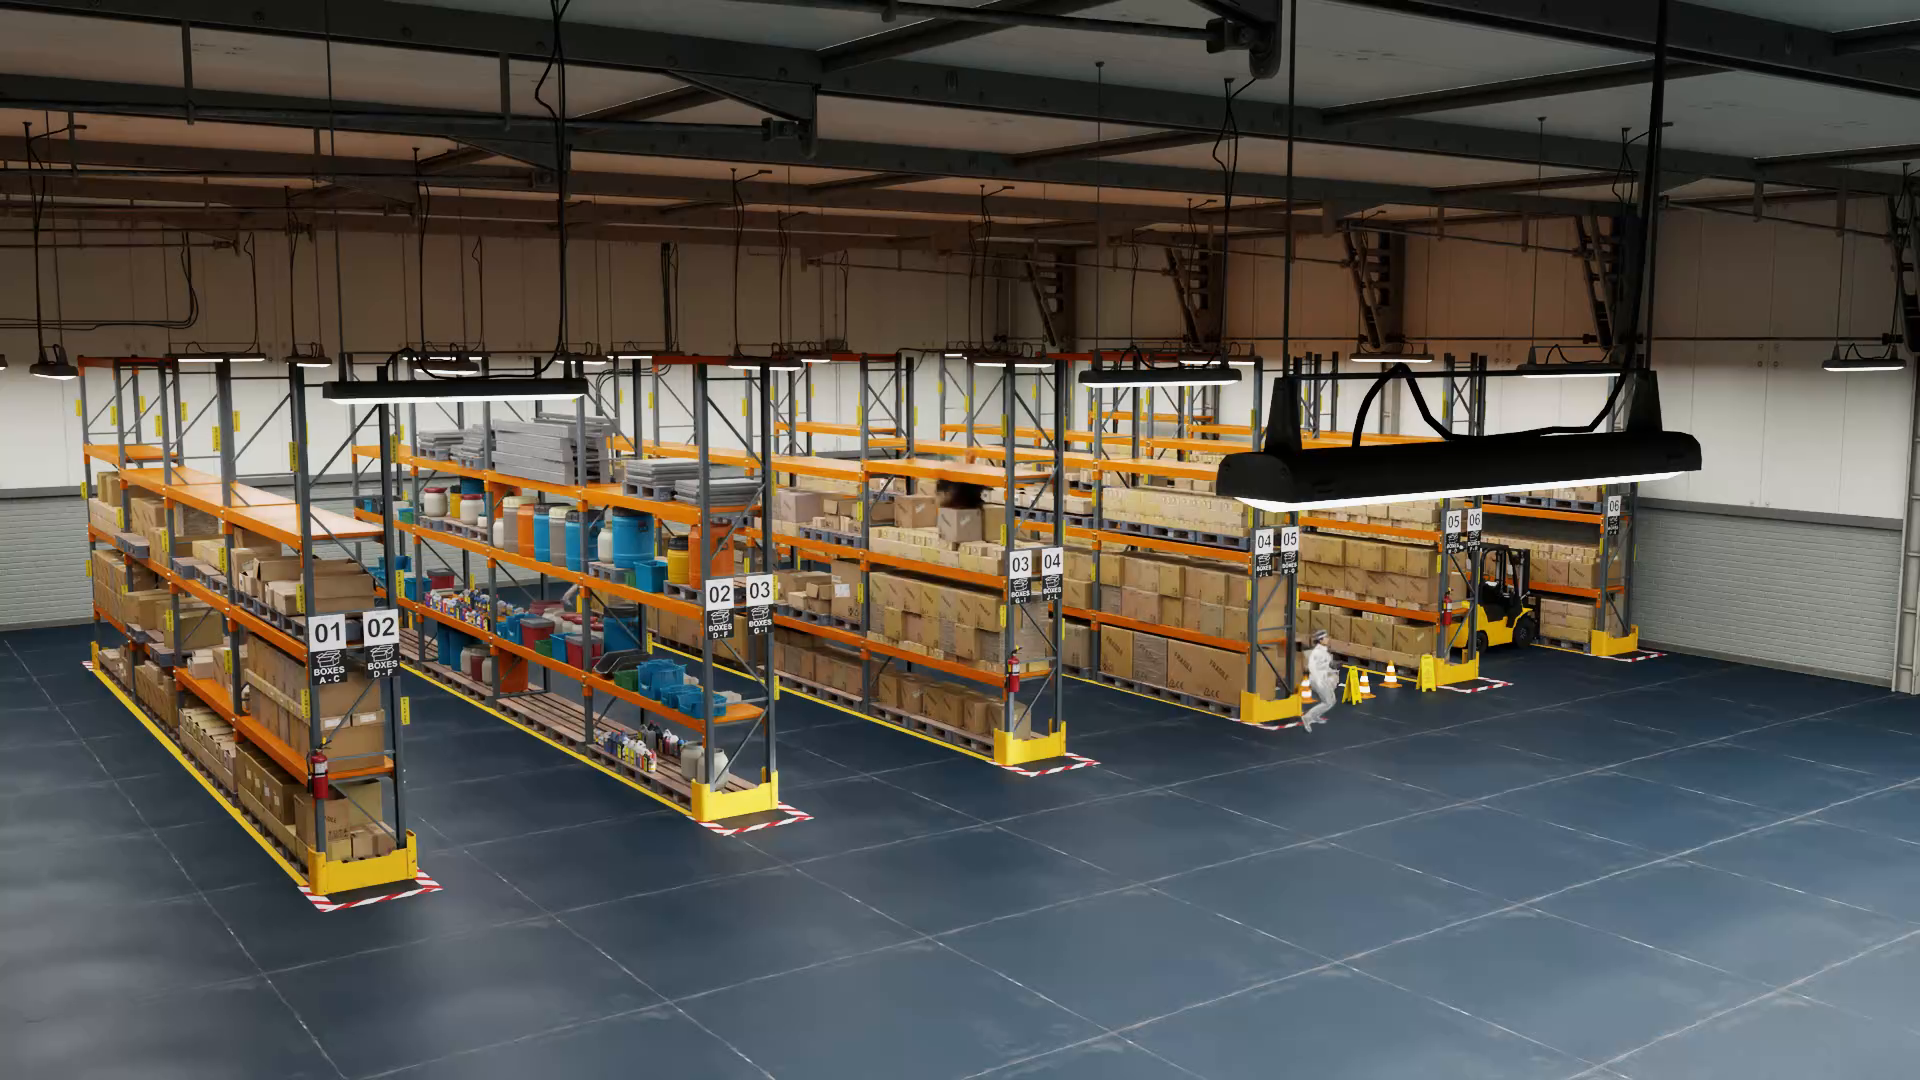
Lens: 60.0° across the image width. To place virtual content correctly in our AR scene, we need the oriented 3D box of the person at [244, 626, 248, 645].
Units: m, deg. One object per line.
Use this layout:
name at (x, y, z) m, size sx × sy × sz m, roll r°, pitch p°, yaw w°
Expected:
person at (-14.326, 1.570, 32.780) m, size 0.740 × 1.627 × 0.618 m, roll 4°, pitch 8°, yaw 31°

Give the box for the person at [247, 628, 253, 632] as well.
person at (-13.541, 1.652, 32.034) m, size 0.617 × 1.655 × 0.699 m, roll -7°, pitch 10°, yaw -44°

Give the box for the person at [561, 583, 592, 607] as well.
person at (-8.899, 0.748, 39.004) m, size 0.932 × 1.747 × 0.640 m, roll -2°, pitch 7°, yaw -17°

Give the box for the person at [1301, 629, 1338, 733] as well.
person at (5.673, 2.204, 26.200) m, size 0.541 × 1.651 × 0.632 m, roll 2°, pitch 7°, yaw 14°
